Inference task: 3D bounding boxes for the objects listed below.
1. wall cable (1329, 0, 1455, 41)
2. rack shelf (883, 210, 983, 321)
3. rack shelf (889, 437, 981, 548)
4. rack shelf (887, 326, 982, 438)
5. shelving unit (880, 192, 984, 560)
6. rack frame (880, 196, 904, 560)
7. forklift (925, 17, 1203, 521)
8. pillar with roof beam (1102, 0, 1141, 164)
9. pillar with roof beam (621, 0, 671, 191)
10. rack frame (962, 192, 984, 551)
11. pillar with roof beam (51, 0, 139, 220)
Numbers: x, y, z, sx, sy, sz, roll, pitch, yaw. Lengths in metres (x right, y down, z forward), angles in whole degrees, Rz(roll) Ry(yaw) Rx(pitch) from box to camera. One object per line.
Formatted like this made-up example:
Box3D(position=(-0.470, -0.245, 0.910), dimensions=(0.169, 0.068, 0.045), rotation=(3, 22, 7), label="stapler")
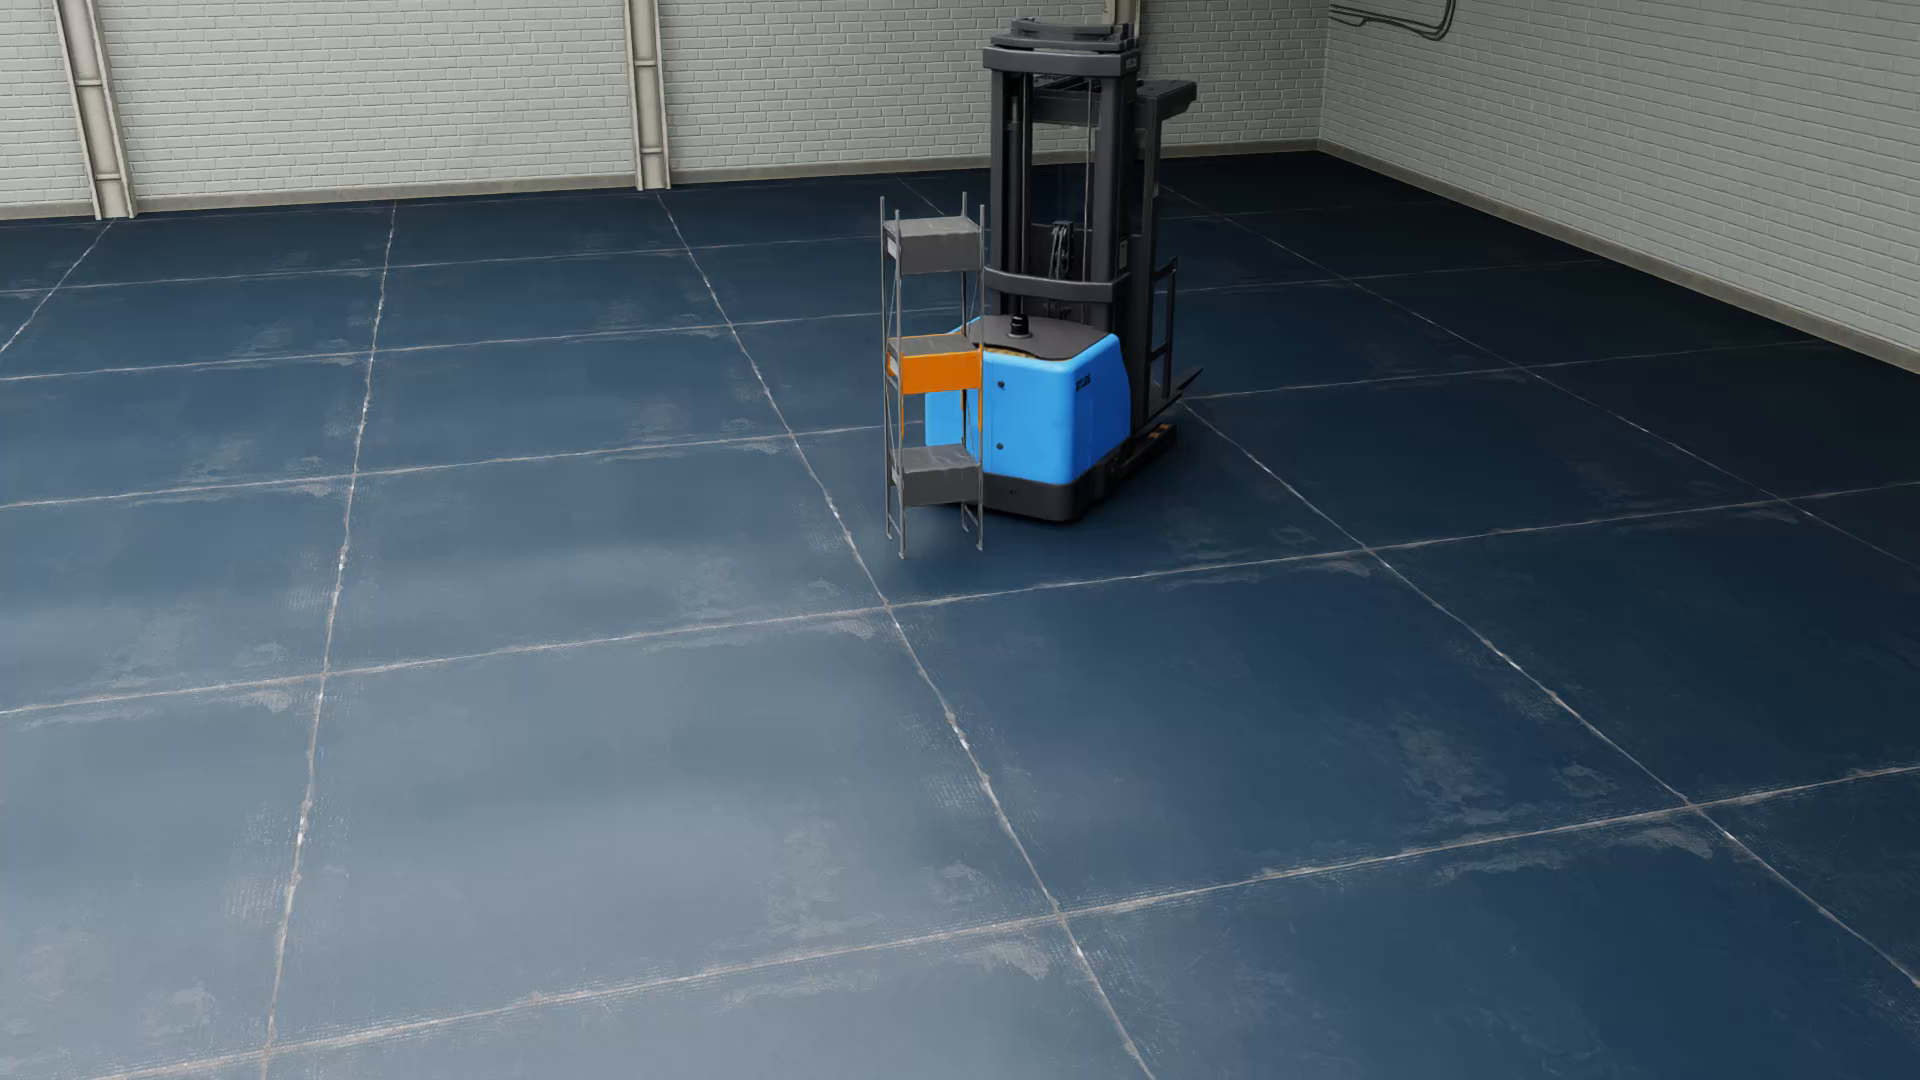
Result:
Box3D(position=(5.232, -7.460, 20.161), dimensions=(0.112, 2.526, 3.097), rotation=(-6, 24, -14), label="wall cable")
Box3D(position=(-0.159, -1.578, 9.524), dimensions=(0.480, 0.518, 0.431), rotation=(-6, 24, -14), label="rack shelf")
Box3D(position=(-0.159, -0.291, 10.076), dimensions=(0.480, 0.518, 0.431), rotation=(-6, 24, -14), label="rack shelf")
Box3D(position=(-0.159, -0.935, 9.800), dimensions=(0.480, 0.518, 0.431), rotation=(-6, 24, -14), label="rack shelf")
Box3D(position=(-0.159, -0.947, 9.795), dimensions=(0.503, 2.100, 0.431), rotation=(-6, 24, -14), label="shelving unit")
Box3D(position=(-0.394, -0.921, 9.734), dimensions=(0.015, 2.100, 0.400), rotation=(-6, 24, -14), label="rack frame")
Box3D(position=(0.884, -2.009, 11.215), dimensions=(1.130, 2.935, 3.031), rotation=(11, 26, 25), label="forklift")
Box3D(position=(3.202, -7.441, 16.179), dimensions=(0.400, 9.000, 9.100), rotation=(-6, 24, -14), label="pillar with roof beam")
Box3D(position=(-2.575, -6.802, 14.689), dimensions=(0.400, 9.000, 9.100), rotation=(-6, 24, -14), label="pillar with roof beam")
Box3D(position=(0.076, -0.973, 9.855), dimensions=(0.015, 2.100, 0.400), rotation=(-6, 24, -14), label="rack frame")
Box3D(position=(-8.352, -6.162, 13.200), dimensions=(0.400, 9.000, 9.100), rotation=(-6, 24, -14), label="pillar with roof beam")
